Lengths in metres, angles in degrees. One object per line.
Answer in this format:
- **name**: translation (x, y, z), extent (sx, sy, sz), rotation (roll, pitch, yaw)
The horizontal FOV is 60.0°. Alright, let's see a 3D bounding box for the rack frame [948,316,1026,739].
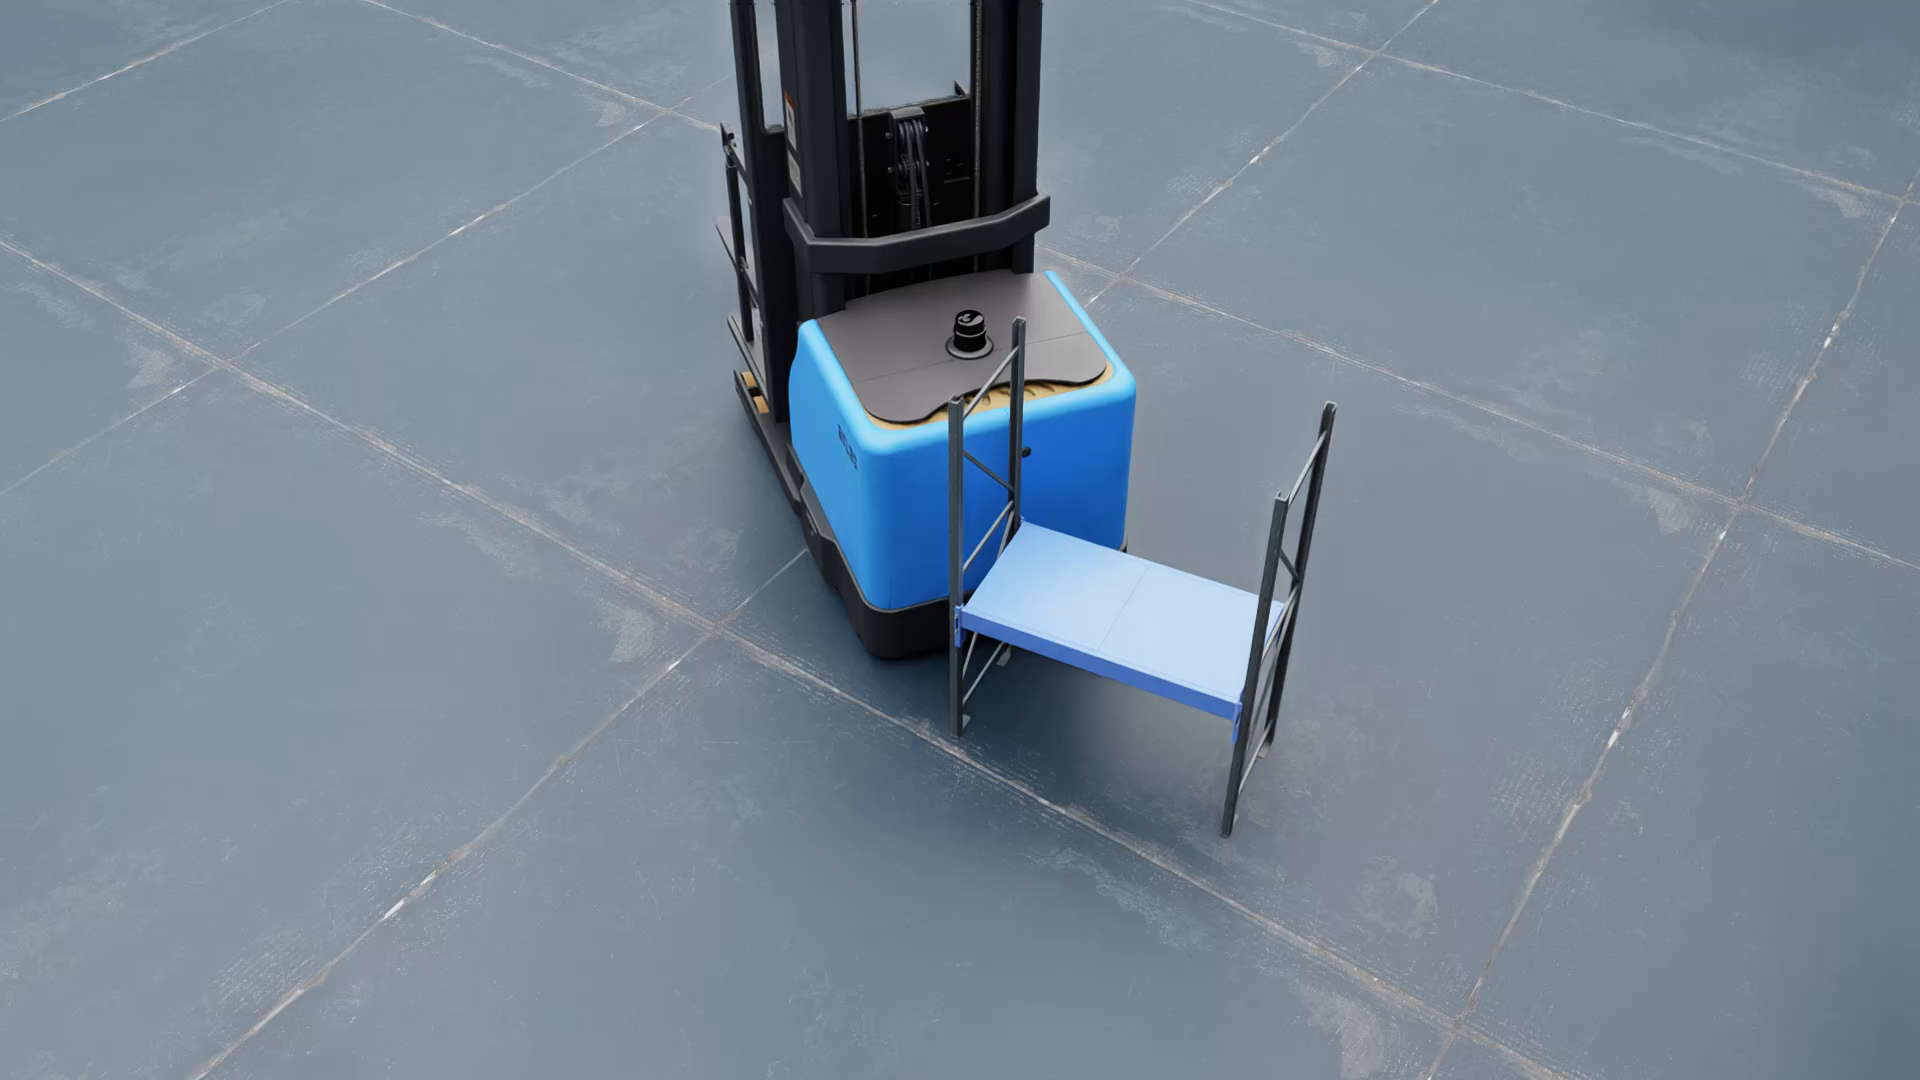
- **rack frame**: translation (0.087, 0.000, 5.626), extent (0.032, 1.500, 0.500), rotation (18, 45, 19)

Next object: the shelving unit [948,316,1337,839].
- **shelving unit**: translation (0.544, 0.148, 5.459), extent (1.048, 1.500, 0.538), rotation (18, 45, 19)

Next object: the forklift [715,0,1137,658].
- **forklift**: translation (-0.357, -1.648, 6.393), extent (1.130, 2.935, 3.031), rotation (-14, 44, -15)

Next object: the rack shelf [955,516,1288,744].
- **rack shelf**: translation (0.544, 0.282, 5.579), extent (1.000, 0.185, 0.538), rotation (18, 45, 19)

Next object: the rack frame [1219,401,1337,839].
- **rack frame**: translation (1.001, 0.297, 5.293), extent (0.032, 1.500, 0.500), rotation (18, 45, 19)
